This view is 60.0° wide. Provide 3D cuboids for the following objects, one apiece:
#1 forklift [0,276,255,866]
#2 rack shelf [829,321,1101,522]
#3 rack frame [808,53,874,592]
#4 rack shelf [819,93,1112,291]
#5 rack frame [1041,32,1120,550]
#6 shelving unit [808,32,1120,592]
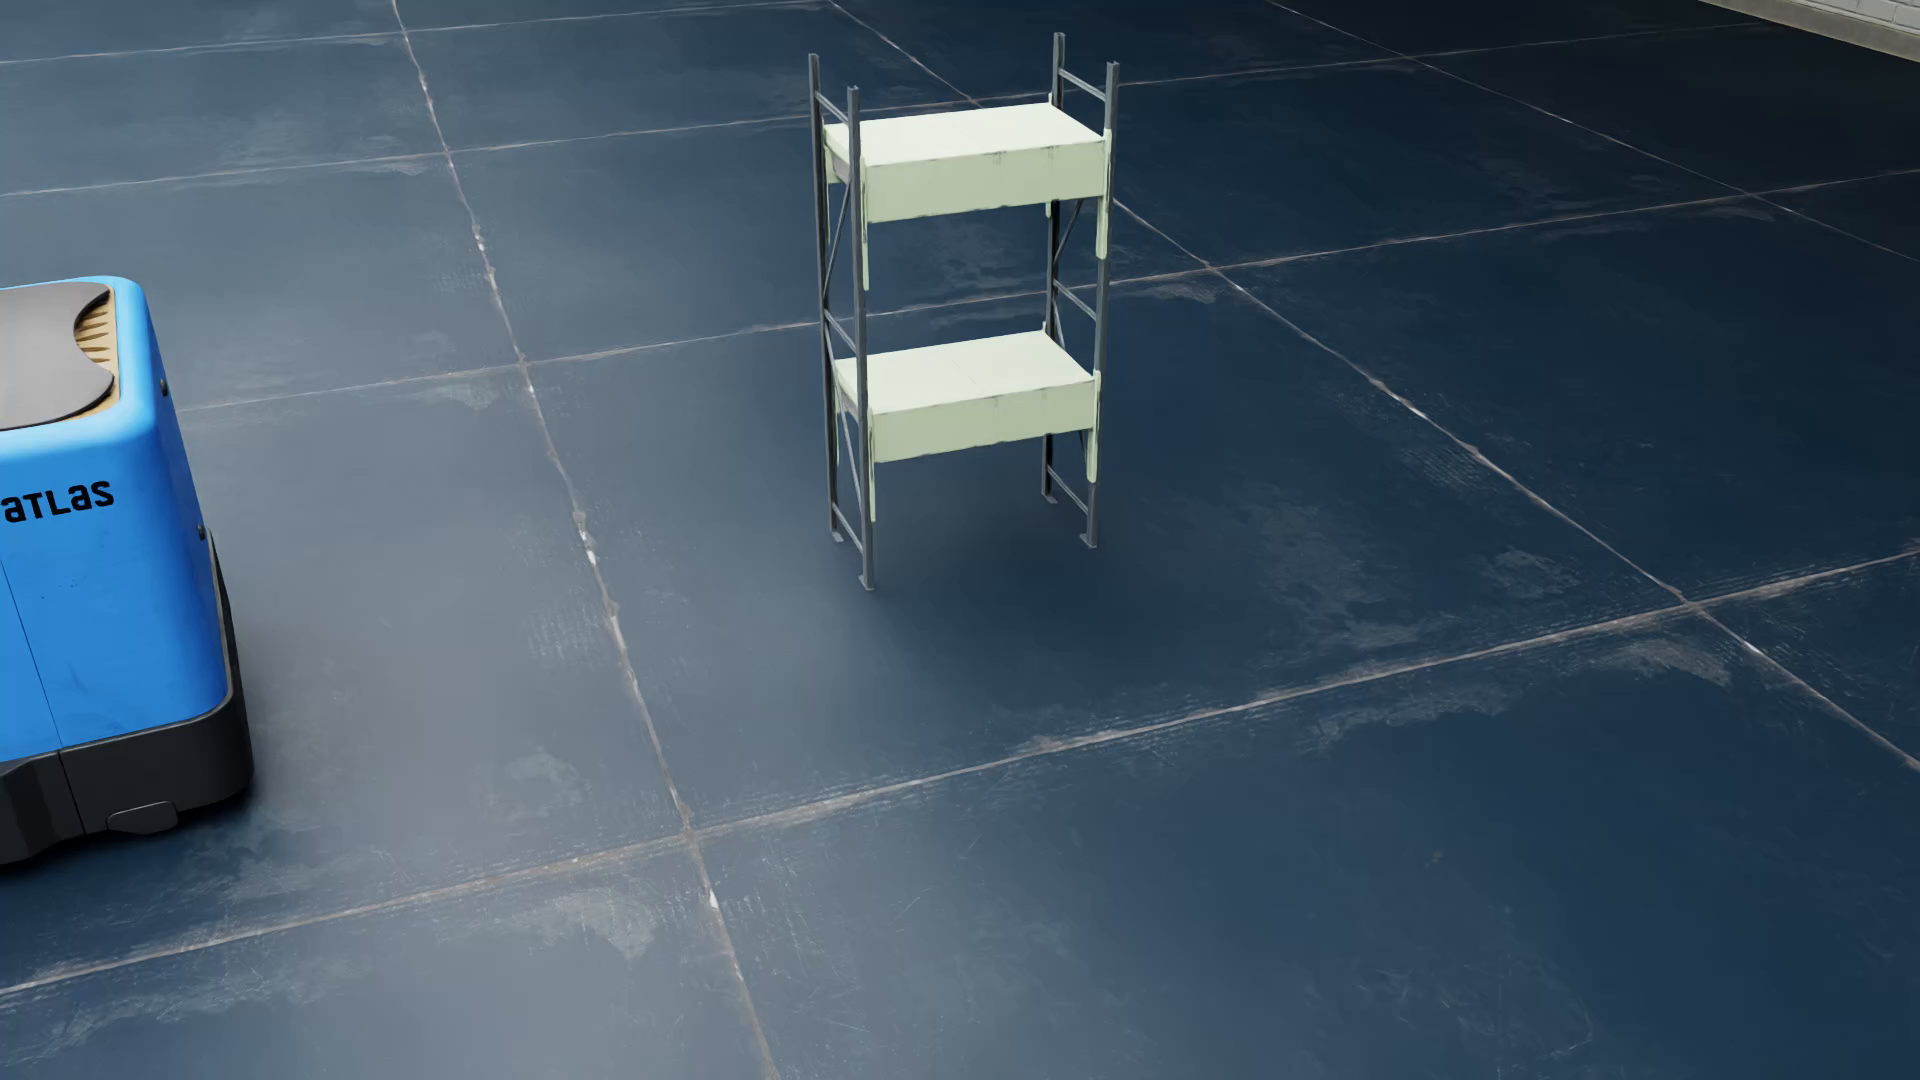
[{"bbox_3d":[-3.296,-0.520,3.202,3.031,2.935,1.130,-13,32,-21],"label":"forklift"},{"bbox_3d":[0.006,-0.370,5.042,0.720,0.370,0.431,-10,31,-18],"label":"rack shelf"},{"bbox_3d":[-0.337,-0.590,4.770,0.023,1.500,0.400,-10,31,-18],"label":"rack frame"},{"bbox_3d":[0.006,-0.992,4.688,0.720,0.370,0.431,-10,31,-18],"label":"rack shelf"},{"bbox_3d":[0.349,-0.716,4.992,0.023,1.500,0.400,-10,31,-18],"label":"rack frame"},{"bbox_3d":[0.006,-0.653,4.881,0.755,1.500,0.431,-10,31,-18],"label":"shelving unit"}]
